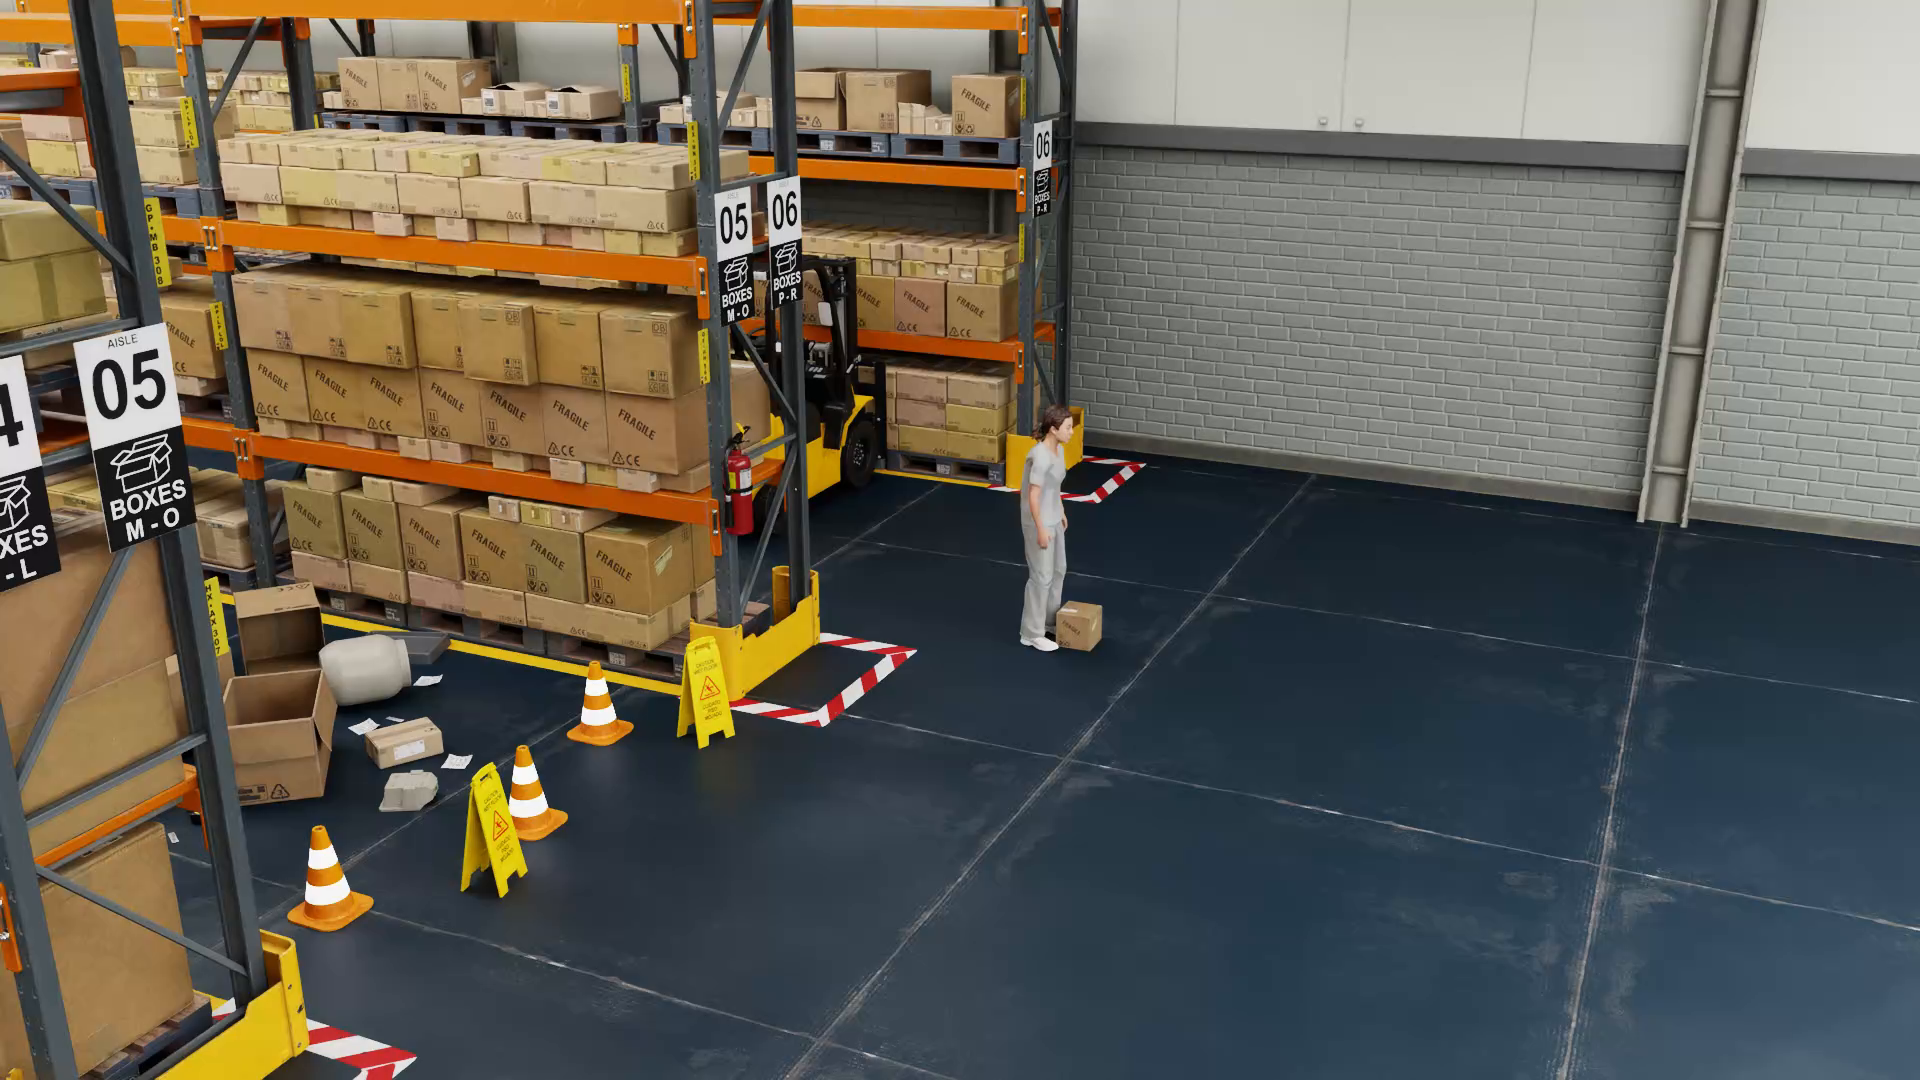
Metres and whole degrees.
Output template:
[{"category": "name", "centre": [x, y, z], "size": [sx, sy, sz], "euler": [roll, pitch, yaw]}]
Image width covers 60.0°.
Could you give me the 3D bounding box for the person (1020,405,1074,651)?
[{"category": "person", "centre": [0.597, -0.109, 11.381], "size": [0.352, 1.673, 0.508], "euler": [8, 21, 21]}]
